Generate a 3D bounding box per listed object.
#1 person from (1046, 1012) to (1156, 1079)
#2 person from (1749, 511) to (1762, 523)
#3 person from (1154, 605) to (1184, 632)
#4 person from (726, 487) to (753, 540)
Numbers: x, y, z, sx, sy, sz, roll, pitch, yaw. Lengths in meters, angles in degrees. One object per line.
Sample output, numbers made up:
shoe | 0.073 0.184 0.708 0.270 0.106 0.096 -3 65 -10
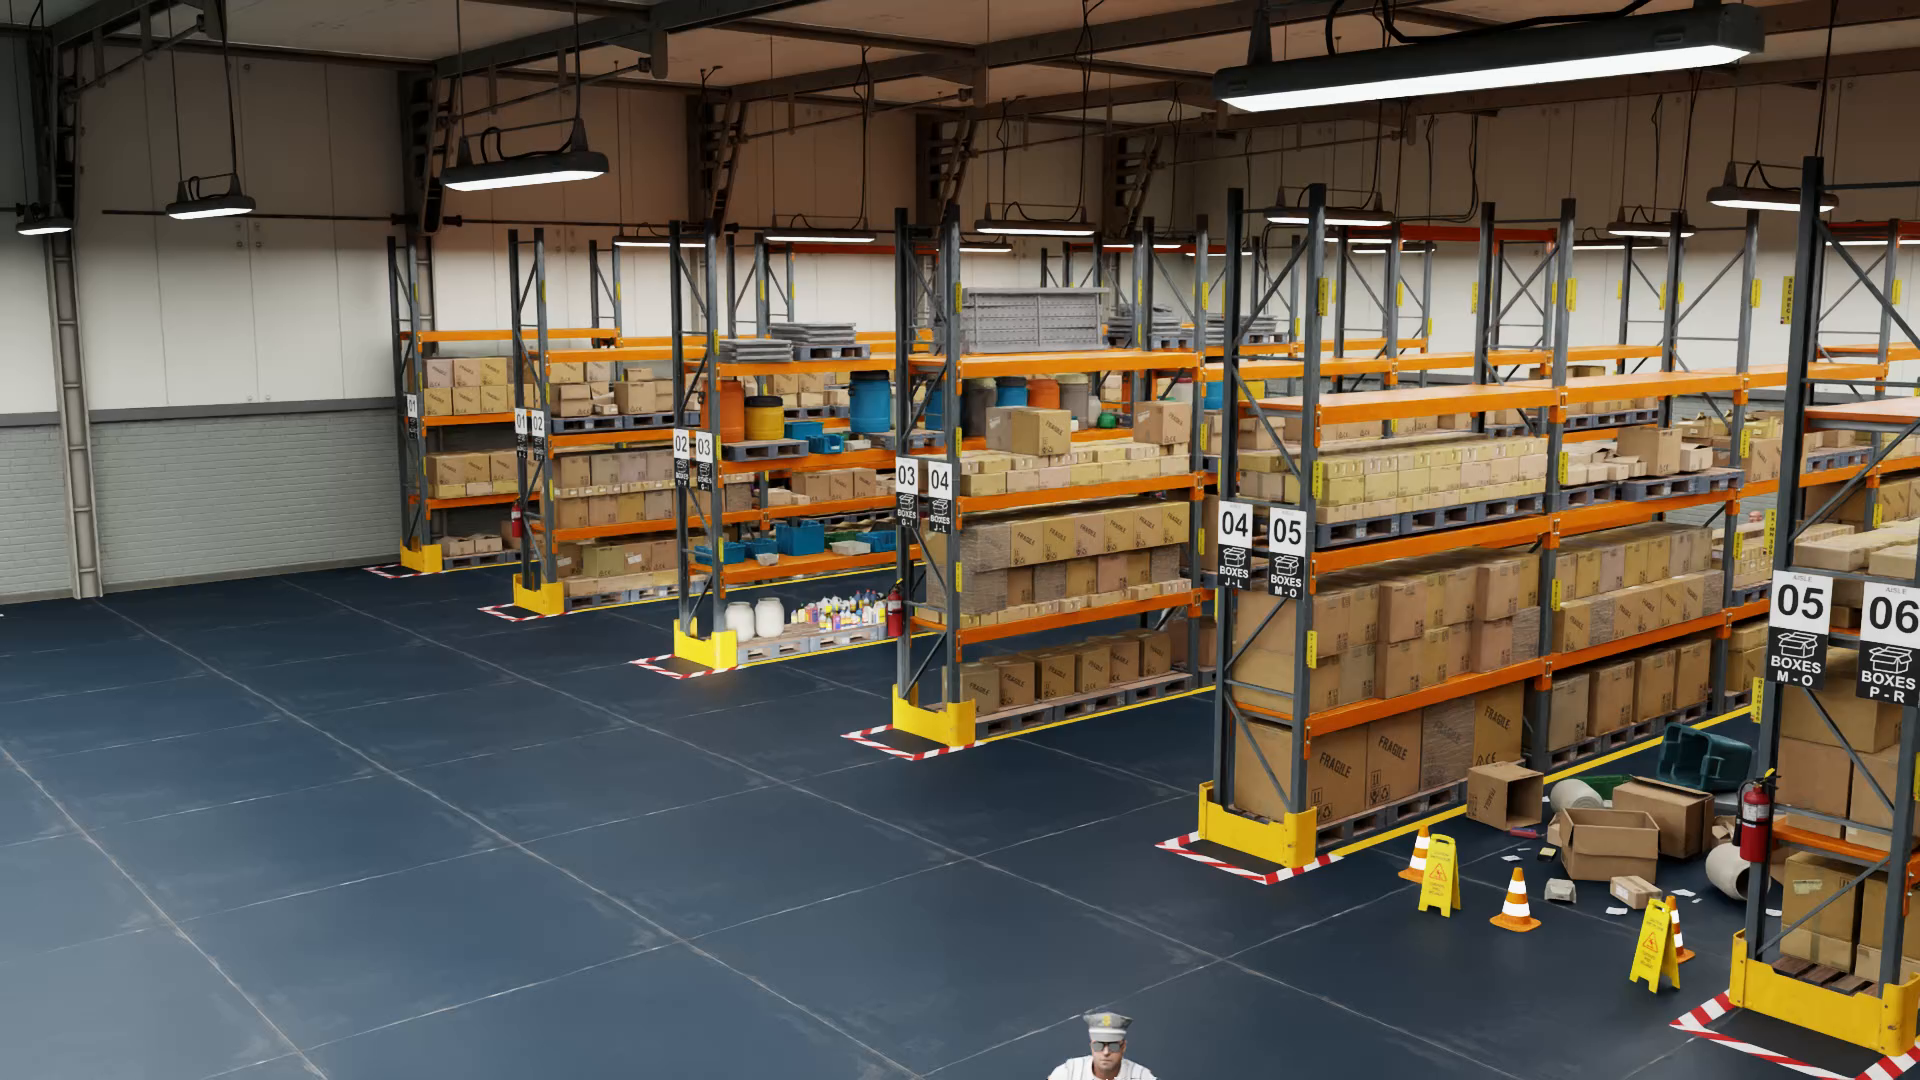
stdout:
person | 0.685 3.100 7.977 0.665 1.736 0.587 1 9 4
person | 12.036 0.408 25.285 0.990 1.714 0.669 -7 11 -39
person | 2.988 0.396 23.509 0.716 1.781 0.845 7 11 38
person | -4.241 -0.484 31.206 0.773 1.827 0.674 -9 12 -44
